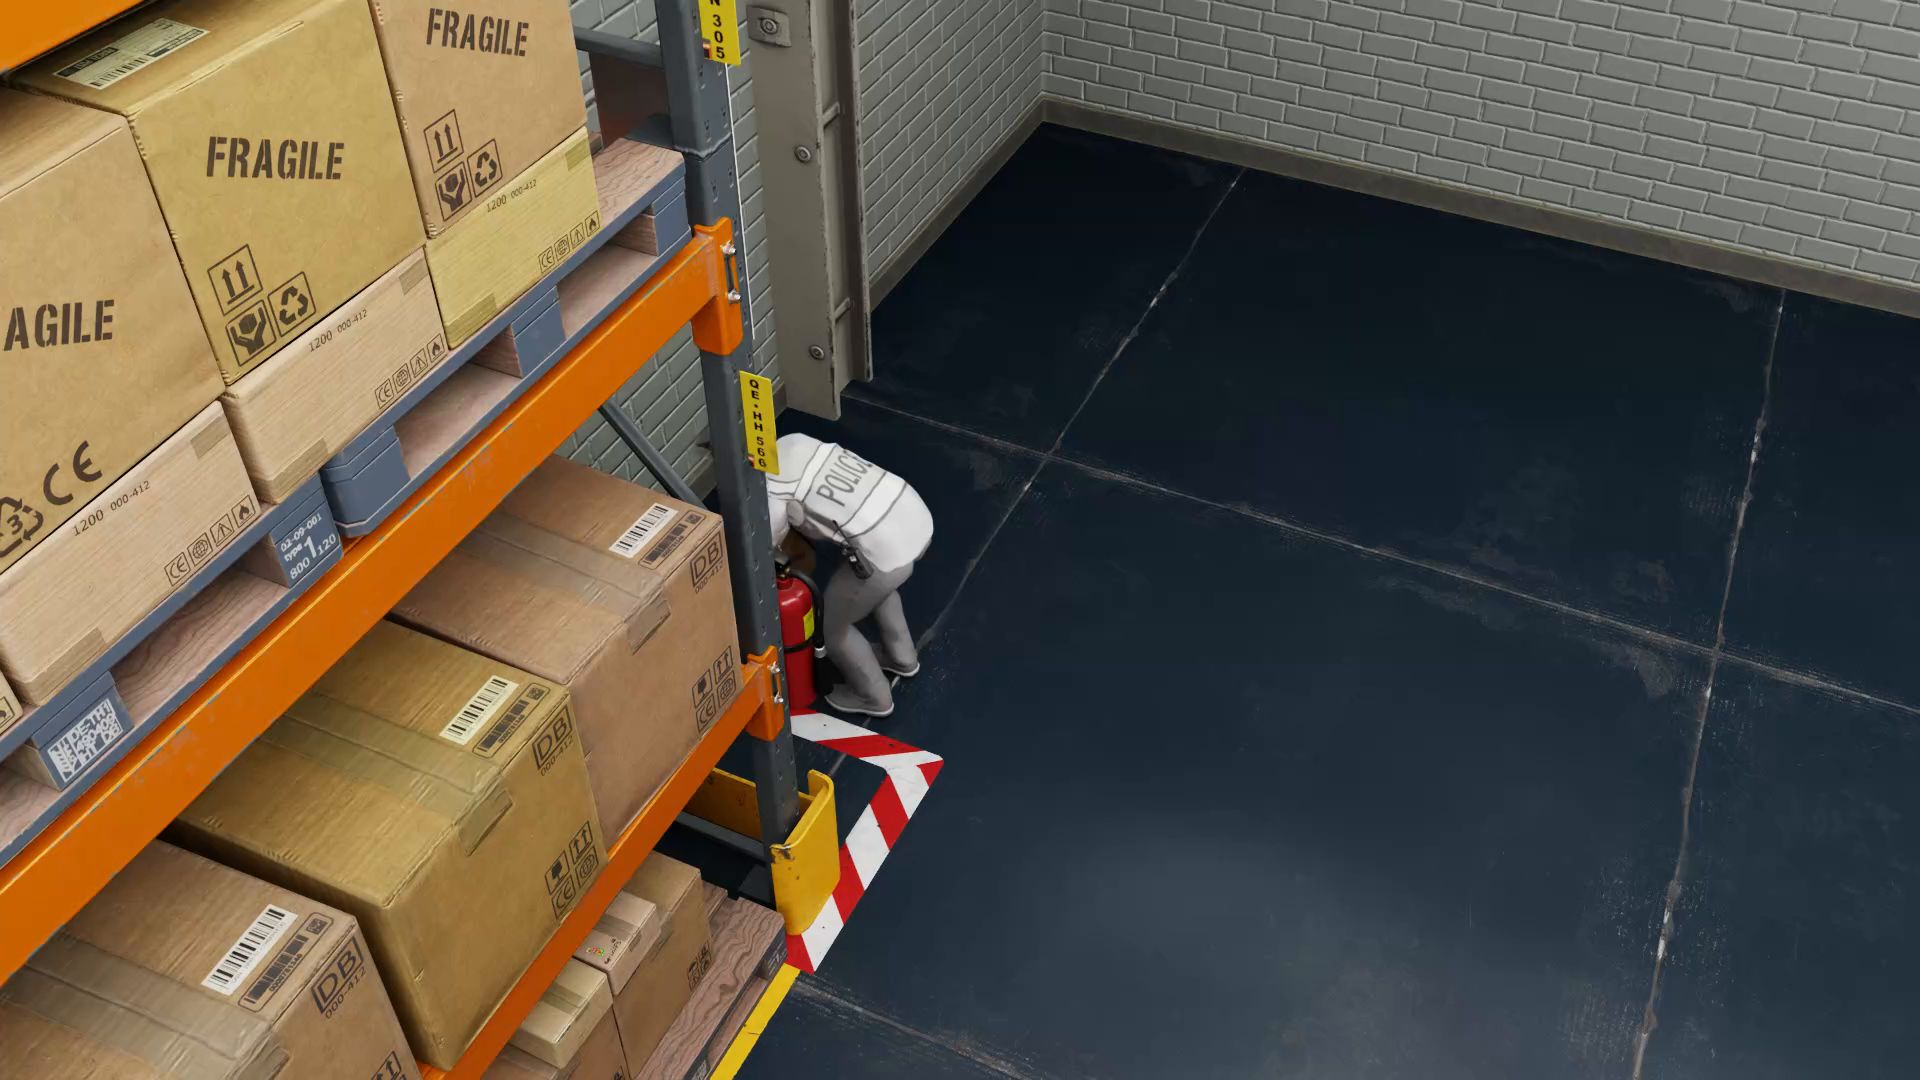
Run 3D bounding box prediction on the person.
[{"bbox_3d":[-0.517,-0.060,6.251,0.844,0.802,0.411,16,45,17],"label":"person"}]
